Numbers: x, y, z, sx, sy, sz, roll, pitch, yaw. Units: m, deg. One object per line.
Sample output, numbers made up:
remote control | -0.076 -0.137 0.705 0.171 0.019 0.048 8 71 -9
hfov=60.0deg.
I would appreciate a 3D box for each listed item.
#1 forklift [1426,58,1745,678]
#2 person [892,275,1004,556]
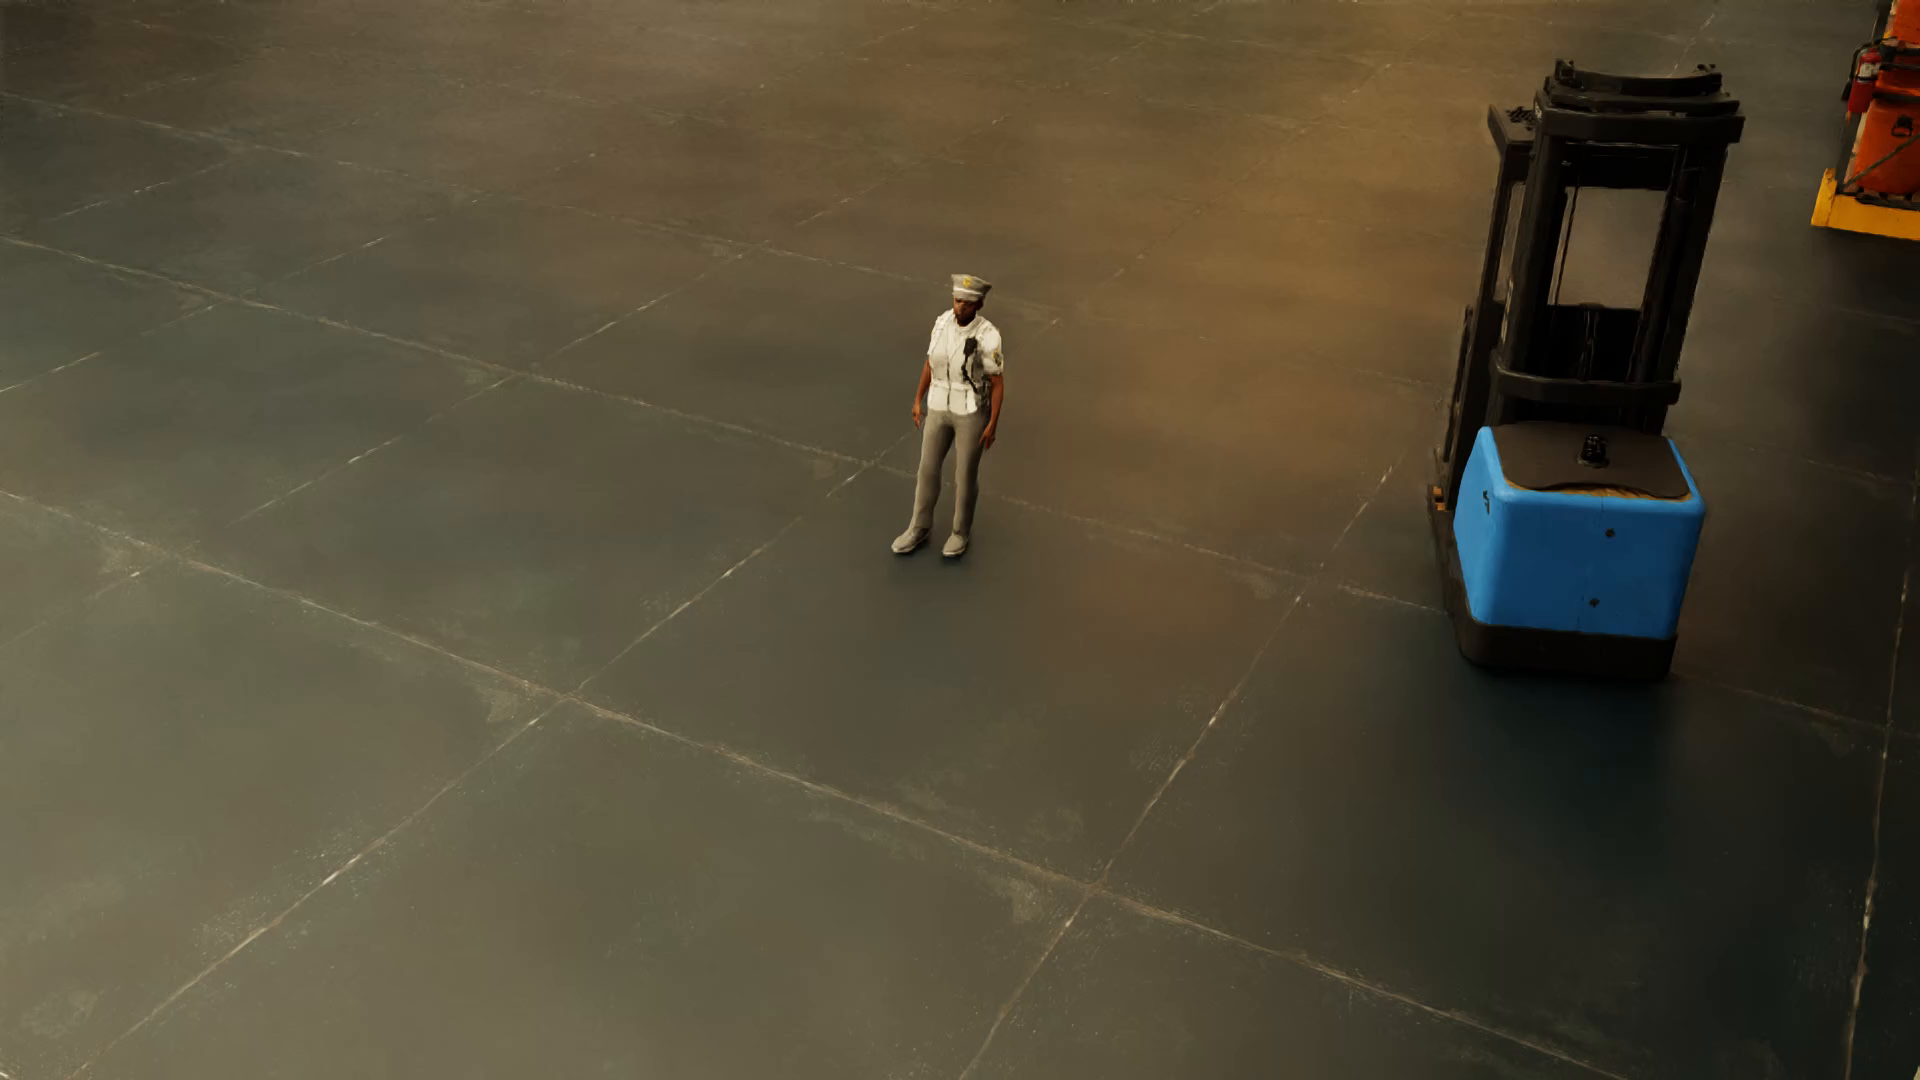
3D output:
forklift | 3.403 -1.272 9.274 1.130 2.935 3.031 4 30 8
person | -0.054 -0.712 9.527 0.570 1.695 0.529 15 33 25
